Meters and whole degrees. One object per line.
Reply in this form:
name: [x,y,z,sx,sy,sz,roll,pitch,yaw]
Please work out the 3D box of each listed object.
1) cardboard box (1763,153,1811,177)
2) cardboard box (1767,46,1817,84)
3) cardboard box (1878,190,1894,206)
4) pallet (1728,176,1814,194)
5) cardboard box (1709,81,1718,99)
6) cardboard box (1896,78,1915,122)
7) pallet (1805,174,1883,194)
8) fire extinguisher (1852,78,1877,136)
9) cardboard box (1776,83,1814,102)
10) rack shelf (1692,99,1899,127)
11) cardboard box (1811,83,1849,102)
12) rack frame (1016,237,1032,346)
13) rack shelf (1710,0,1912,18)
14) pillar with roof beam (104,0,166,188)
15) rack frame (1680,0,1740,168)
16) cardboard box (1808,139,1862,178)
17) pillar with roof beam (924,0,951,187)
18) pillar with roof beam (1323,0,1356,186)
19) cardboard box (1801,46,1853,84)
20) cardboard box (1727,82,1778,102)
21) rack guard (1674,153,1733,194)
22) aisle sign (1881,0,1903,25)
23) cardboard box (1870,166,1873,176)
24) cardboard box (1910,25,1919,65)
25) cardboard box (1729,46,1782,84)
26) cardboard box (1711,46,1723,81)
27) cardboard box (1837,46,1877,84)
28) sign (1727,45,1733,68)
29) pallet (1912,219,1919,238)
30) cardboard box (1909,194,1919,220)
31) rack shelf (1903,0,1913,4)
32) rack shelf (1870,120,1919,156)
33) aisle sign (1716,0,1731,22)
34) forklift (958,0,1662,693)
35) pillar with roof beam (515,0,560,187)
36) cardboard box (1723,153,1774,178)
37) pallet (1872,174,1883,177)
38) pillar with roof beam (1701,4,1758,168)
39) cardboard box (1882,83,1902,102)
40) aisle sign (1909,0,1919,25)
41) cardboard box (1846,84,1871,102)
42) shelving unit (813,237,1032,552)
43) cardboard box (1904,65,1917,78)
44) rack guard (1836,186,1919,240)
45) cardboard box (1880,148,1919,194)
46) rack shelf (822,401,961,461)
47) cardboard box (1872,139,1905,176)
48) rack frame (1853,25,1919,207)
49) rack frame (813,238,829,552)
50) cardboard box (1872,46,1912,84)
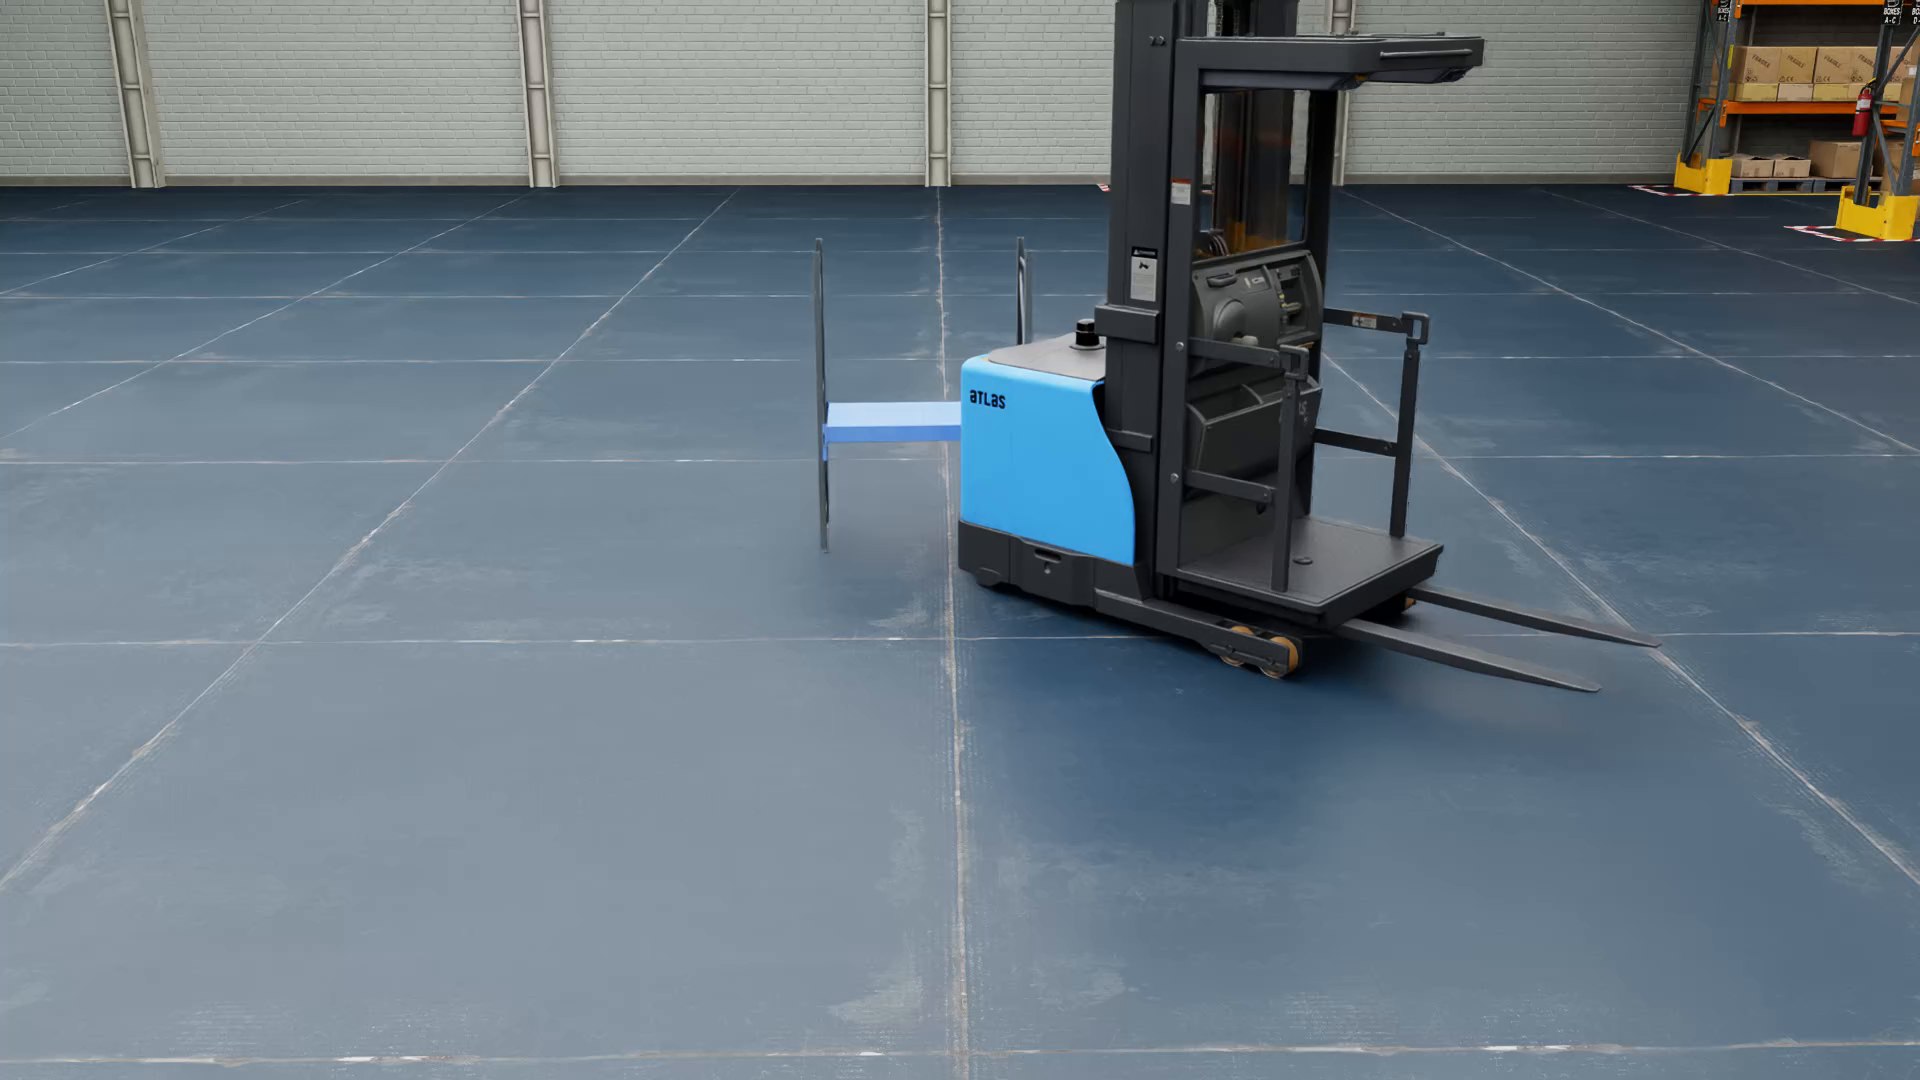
cardboard box: [12.241,-5.558,24.645,0.500,0.311,0.500,1,18,4]
cardboard box: [11.954,-6.855,23.992,0.500,0.500,0.500,0,18,-1]
cardboard box: [11.591,-4.121,20.297,0.500,0.250,0.500,0,18,-1]
pallet: [11.866,-5.316,24.774,1.213,0.211,1.003,0,18,-1]
cardboard box: [11.442,-6.650,24.580,0.500,0.250,0.500,0,18,0]
cardboard box: [11.526,-5.183,19.631,0.500,0.500,0.700,0,18,-1]
pallet: [13.083,-5.321,24.789,1.213,0.211,1.003,0,18,-1]
fire extinguisher: [10.934,-5.242,20.104,0.183,0.674,0.296,0,18,-1]
cardboard box: [11.989,-6.501,24.114,0.500,0.250,0.500,-1,18,-3]
rack shelf: [12.977,-6.317,24.508,4.000,0.370,1.077,0,18,-1]
cardboard box: [12.499,-6.501,24.116,0.500,0.250,0.500,-1,18,-2]
rack frame: [0.318,-0.744,8.412,0.032,1.500,0.500,-1,18,-3]
rack shelf: [12.977,-7.746,24.050,4.000,0.370,1.077,0,18,-1]
pillar with roof beam: [-12.265,-8.344,19.826,0.400,9.000,9.100,0,18,-1]
rack frame: [10.978,-6.650,24.368,0.127,3.000,1.000,0,18,-1]
cardboard box: [12.975,-5.636,24.579,0.500,0.500,0.700,-1,18,-4]
pillar with roof beam: [-0.267,-8.402,20.007,0.400,9.000,9.100,0,18,-1]
pillar with roof beam: [5.733,-8.431,20.097,0.400,9.000,9.100,0,18,-1]
cardboard box: [12.471,-6.856,23.994,0.500,0.500,0.500,-1,18,-3]
cardboard box: [11.471,-6.494,24.093,0.500,0.250,0.500,-1,18,-2]
rack guard: [11.054,-5.460,24.751,0.348,0.500,1.175,0,18,-1]
aisle sign: [10.989,-6.465,19.533,0.004,0.787,0.394,0,18,-1]
cardboard box: [13.378,-5.520,24.791,0.250,0.149,0.380,-2,18,-5]
cardboard box: [11.579,-5.801,19.434,0.500,0.500,0.700,0,18,-1]
cardboard box: [11.460,-6.856,23.994,0.500,0.500,0.500,0,18,-1]
cardboard box: [11.446,-7.013,24.483,0.500,0.500,0.500,0,18,-1]
cardboard box: [12.987,-6.862,24.013,0.500,0.500,0.500,0,18,1]
sign: [10.986,-6.897,23.719,0.005,0.325,0.100,0,18,-1]
pallet: [11.823,-3.826,20.129,1.213,0.211,1.003,0,18,-1]
cardboard box: [11.599,-3.963,19.804,0.500,0.250,0.500,0,18,-1]
rack shelf: [13.059,-6.233,19.334,4.000,0.370,1.077,0,18,-1]
rack shelf: [13.059,-4.804,19.792,4.000,0.370,1.077,0,18,-1]
aisle sign: [10.910,-7.796,23.684,0.004,0.787,0.394,0,18,-1]
forklift: [1.423,-1.012,6.905,3.031,2.935,1.130,15,23,39]
pillar with roof beam: [-6.266,-8.373,19.917,0.400,9.000,9.100,0,18,-1]
cardboard box: [11.671,-5.555,24.636,0.500,0.311,0.500,-2,18,-7]
pallet: [14.306,-5.328,24.810,1.213,0.211,1.003,0,18,-1]
pillar with roof beam: [11.732,-8.460,20.187,0.400,9.000,9.100,0,18,-1]
cardboard box: [13.507,-6.506,24.131,0.500,0.250,0.500,0,18,-1]
aisle sign: [10.999,-6.281,18.962,0.004,0.787,0.394,0,18,-1]
cardboard box: [13.004,-6.503,24.122,0.500,0.250,0.500,0,18,0]
shelving unit: [-0.189,-0.736,8.388,1.048,1.500,0.538,-1,18,-3]
cardboard box: [11.439,-5.554,19.725,0.250,0.149,0.380,-1,18,-2]
rack guard: [11.036,-3.947,20.033,0.348,0.500,1.175,0,18,-1]
cardboard box: [11.591,-4.479,20.184,0.500,0.500,0.500,0,18,-1]
rack shelf: [-0.189,-0.565,8.443,1.000,0.185,0.538,-1,18,-3]
cardboard box: [13.940,-5.672,24.689,0.500,0.500,0.500,-2,18,-5]
rack frame: [11.060,-5.137,19.652,0.127,3.000,1.000,0,18,-1]
rack frame: [-0.697,-0.729,8.364,0.032,1.500,0.500,-1,18,-3]
cardboard box: [13.507,-6.865,24.022,0.500,0.500,0.500,-1,18,-2]
